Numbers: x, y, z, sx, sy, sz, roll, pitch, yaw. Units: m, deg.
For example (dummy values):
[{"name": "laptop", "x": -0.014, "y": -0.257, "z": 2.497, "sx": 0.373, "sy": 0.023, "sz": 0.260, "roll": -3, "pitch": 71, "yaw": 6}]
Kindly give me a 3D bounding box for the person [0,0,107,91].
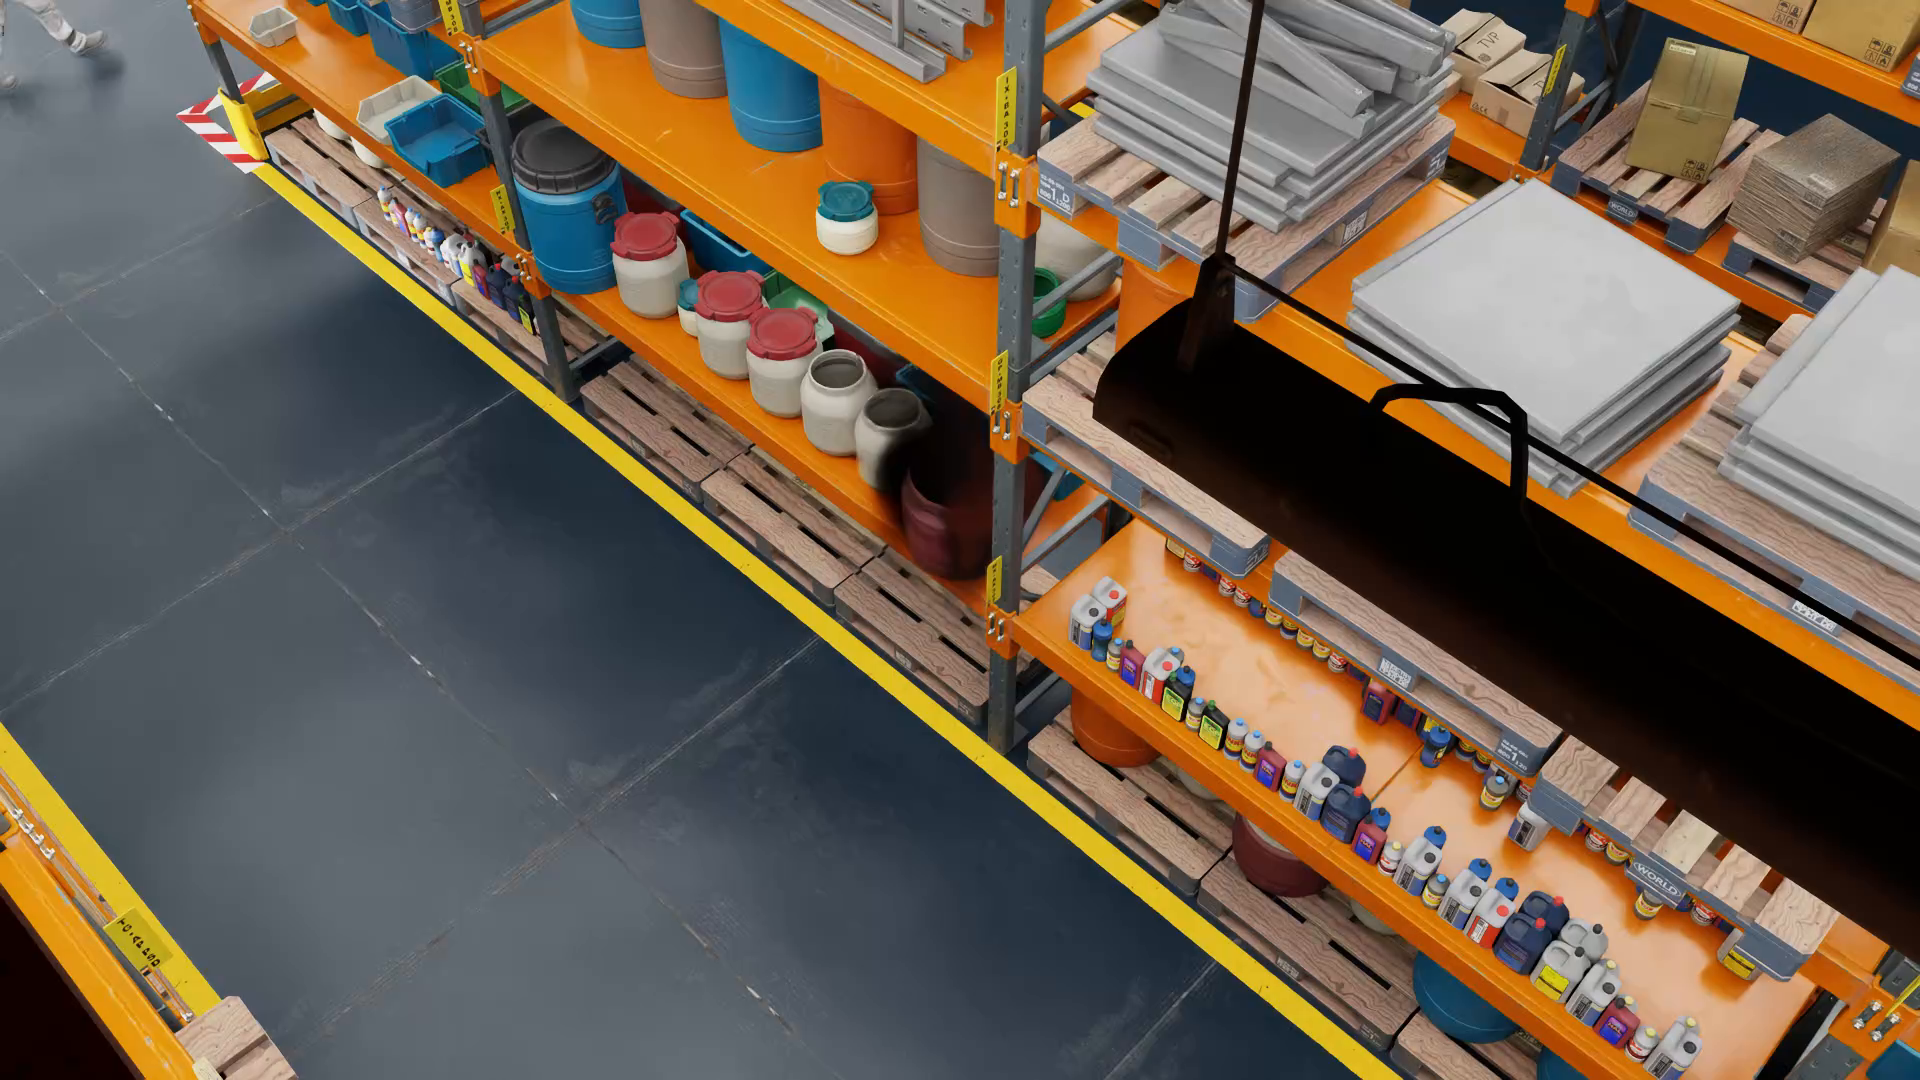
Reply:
[{"name": "person", "x": -7.476, "y": -4.392, "z": 12.928, "sx": 0.480, "sy": 1.749, "sz": 1.053, "roll": 18, "pitch": 52, "yaw": 15}]
